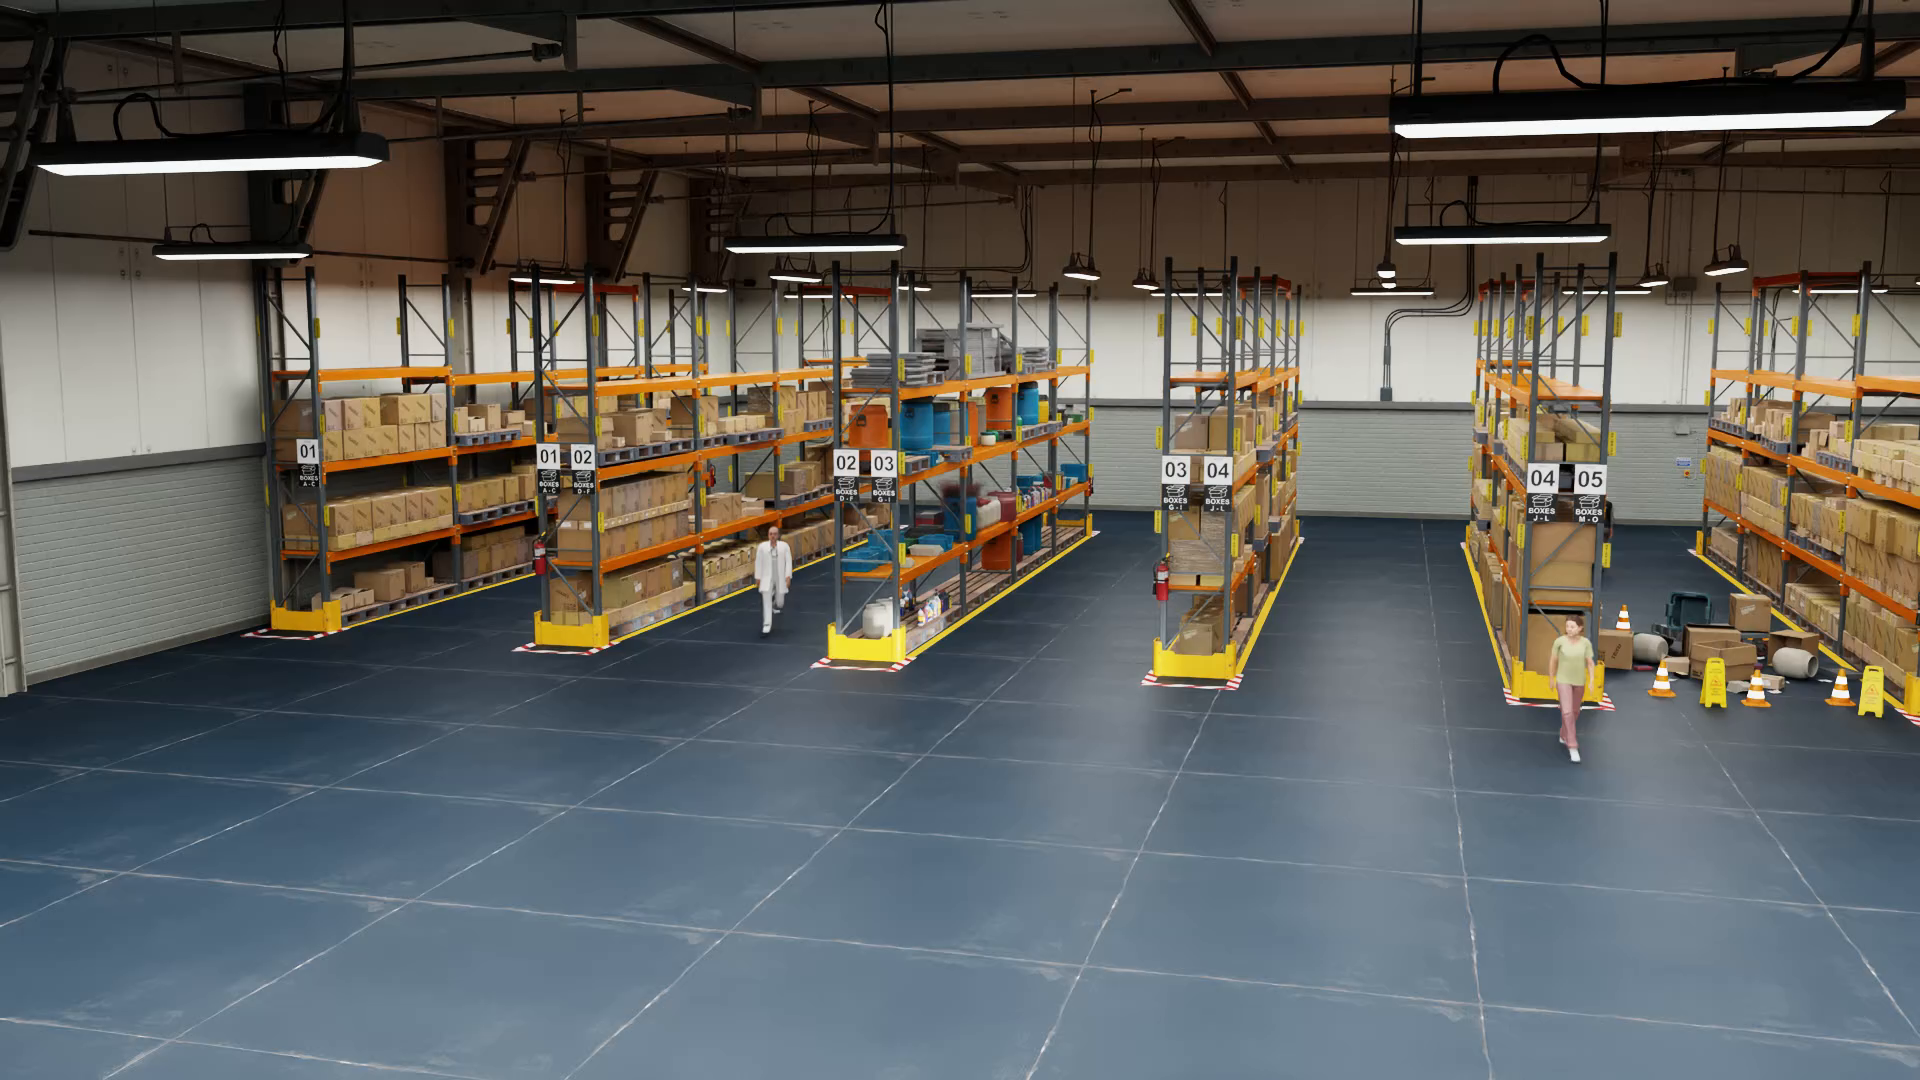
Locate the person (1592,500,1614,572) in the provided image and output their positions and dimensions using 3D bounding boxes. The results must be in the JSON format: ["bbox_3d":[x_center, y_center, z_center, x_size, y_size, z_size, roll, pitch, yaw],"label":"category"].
[{"bbox_3d":[13.210,-0.191,34.340,0.567,1.748,0.390,-2,7,-12],"label":"person"}]

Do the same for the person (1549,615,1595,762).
[{"bbox_3d":[7.214,1.699,19.561,0.474,1.650,0.869,0,7,3],"label":"person"}]

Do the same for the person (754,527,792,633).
[{"bbox_3d":[-3.063,0.635,27.412,0.590,1.702,1.115,-2,8,-15],"label":"person"}]
